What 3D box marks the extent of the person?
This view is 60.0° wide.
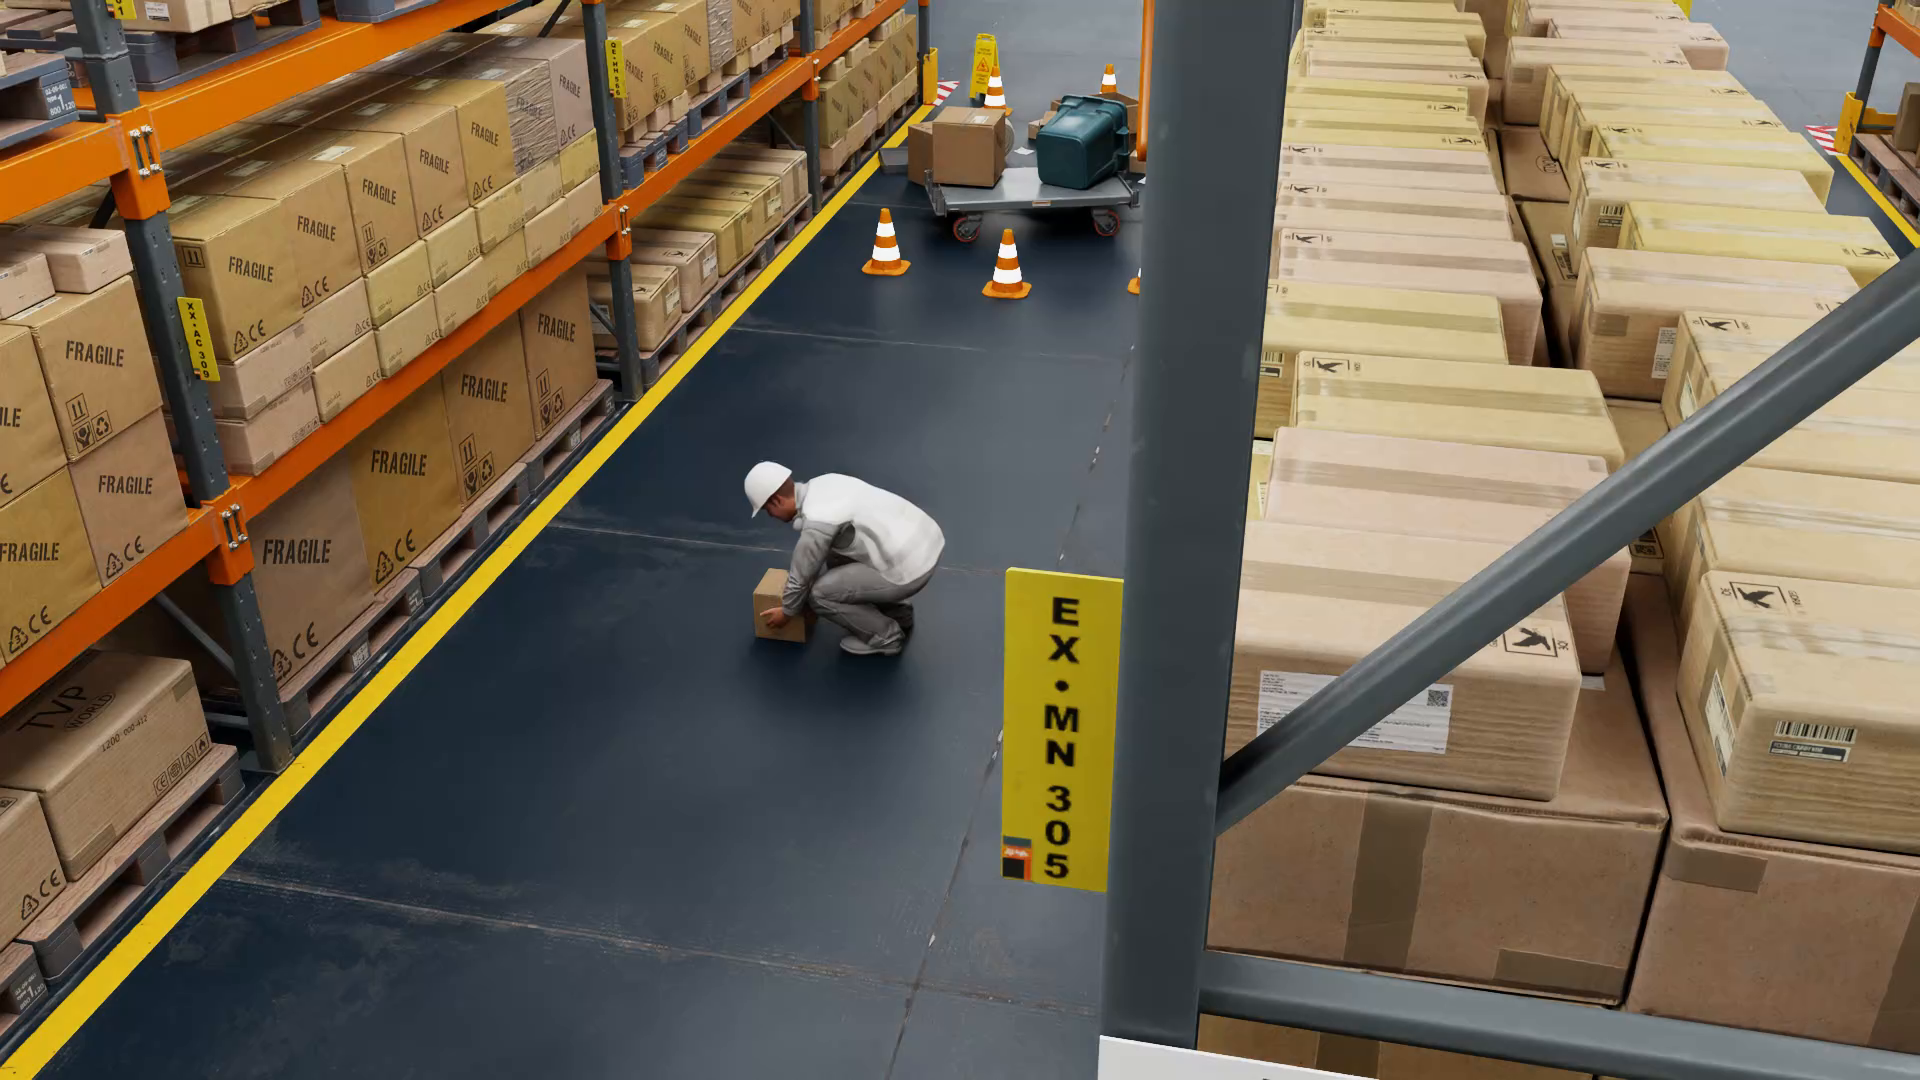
[{"bbox_3d":[-0.542,0.063,7.884,0.913,0.916,0.540,6,29,11],"label":"person"}]
